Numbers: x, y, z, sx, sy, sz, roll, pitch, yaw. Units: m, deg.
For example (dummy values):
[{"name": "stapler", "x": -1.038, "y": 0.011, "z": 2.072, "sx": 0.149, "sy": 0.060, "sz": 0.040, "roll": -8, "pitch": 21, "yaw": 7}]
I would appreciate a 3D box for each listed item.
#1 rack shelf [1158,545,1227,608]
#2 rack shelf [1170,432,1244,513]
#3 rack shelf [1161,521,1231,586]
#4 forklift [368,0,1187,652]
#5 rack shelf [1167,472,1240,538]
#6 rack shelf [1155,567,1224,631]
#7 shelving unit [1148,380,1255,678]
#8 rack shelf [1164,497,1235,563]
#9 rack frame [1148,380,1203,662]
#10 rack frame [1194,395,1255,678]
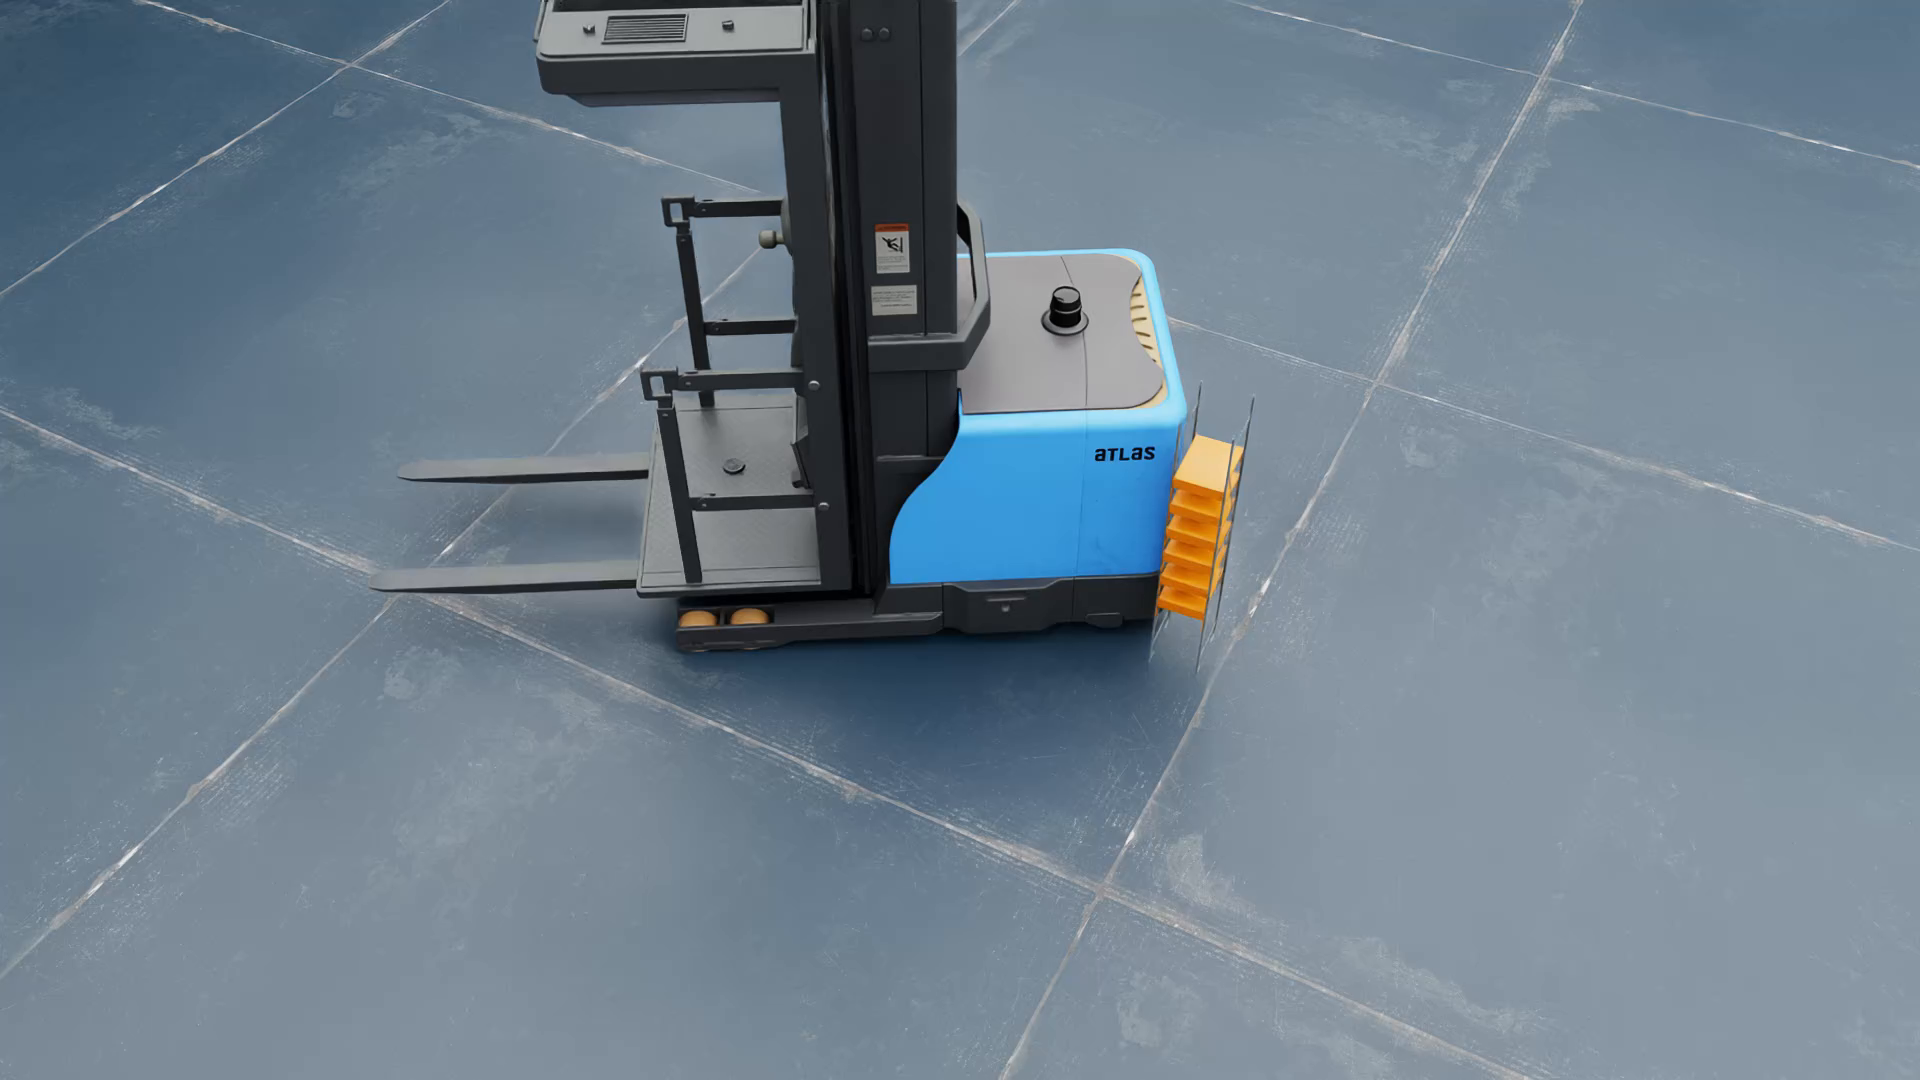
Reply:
[{"name": "rack shelf", "x": 0.848, "y": 0.105, "z": 6.033, "sx": 0.180, "sy": 0.103, "sz": 0.258, "roll": 18, "pitch": 48, "yaw": 16}, {"name": "rack shelf", "x": 0.849, "y": -0.232, "z": 5.692, "sx": 0.180, "sy": 0.103, "sz": 0.258, "roll": 18, "pitch": 48, "yaw": 16}, {"name": "rack shelf", "x": 0.848, "y": 0.021, "z": 5.948, "sx": 0.180, "sy": 0.103, "sz": 0.258, "roll": 18, "pitch": 48, "yaw": 16}, {"name": "forklift", "x": -0.739, "y": -0.993, "z": 5.671, "sx": 3.031, "sy": 2.935, "sz": 1.130, "roll": -2, "pitch": 45, "yaw": -2}, {"name": "rack shelf", "x": 0.849, "y": -0.148, "z": 5.777, "sx": 0.180, "sy": 0.103, "sz": 0.258, "roll": 18, "pitch": 48, "yaw": 16}, {"name": "rack shelf", "x": 0.848, "y": 0.189, "z": 6.119, "sx": 0.180, "sy": 0.103, "sz": 0.258, "roll": 18, "pitch": 48, "yaw": 16}, {"name": "shelving unit", "x": 0.849, "y": -0.010, "z": 5.916, "sx": 0.189, "sy": 1.200, "sz": 0.258, "roll": 18, "pitch": 48, "yaw": 16}, {"name": "rack shelf", "x": 0.849, "y": -0.063, "z": 5.862, "sx": 0.180, "sy": 0.103, "sz": 0.258, "roll": 18, "pitch": 48, "yaw": 16}, {"name": "rack frame", "x": 0.765, "y": -0.037, "z": 5.942, "sx": 0.006, "sy": 1.200, "sz": 0.240, "roll": 18, "pitch": 48, "yaw": 16}, {"name": "rack frame", "x": 0.932, "y": 0.016, "z": 5.890, "sx": 0.006, "sy": 1.200, "sz": 0.240, "roll": 18, "pitch": 48, "yaw": 16}]
